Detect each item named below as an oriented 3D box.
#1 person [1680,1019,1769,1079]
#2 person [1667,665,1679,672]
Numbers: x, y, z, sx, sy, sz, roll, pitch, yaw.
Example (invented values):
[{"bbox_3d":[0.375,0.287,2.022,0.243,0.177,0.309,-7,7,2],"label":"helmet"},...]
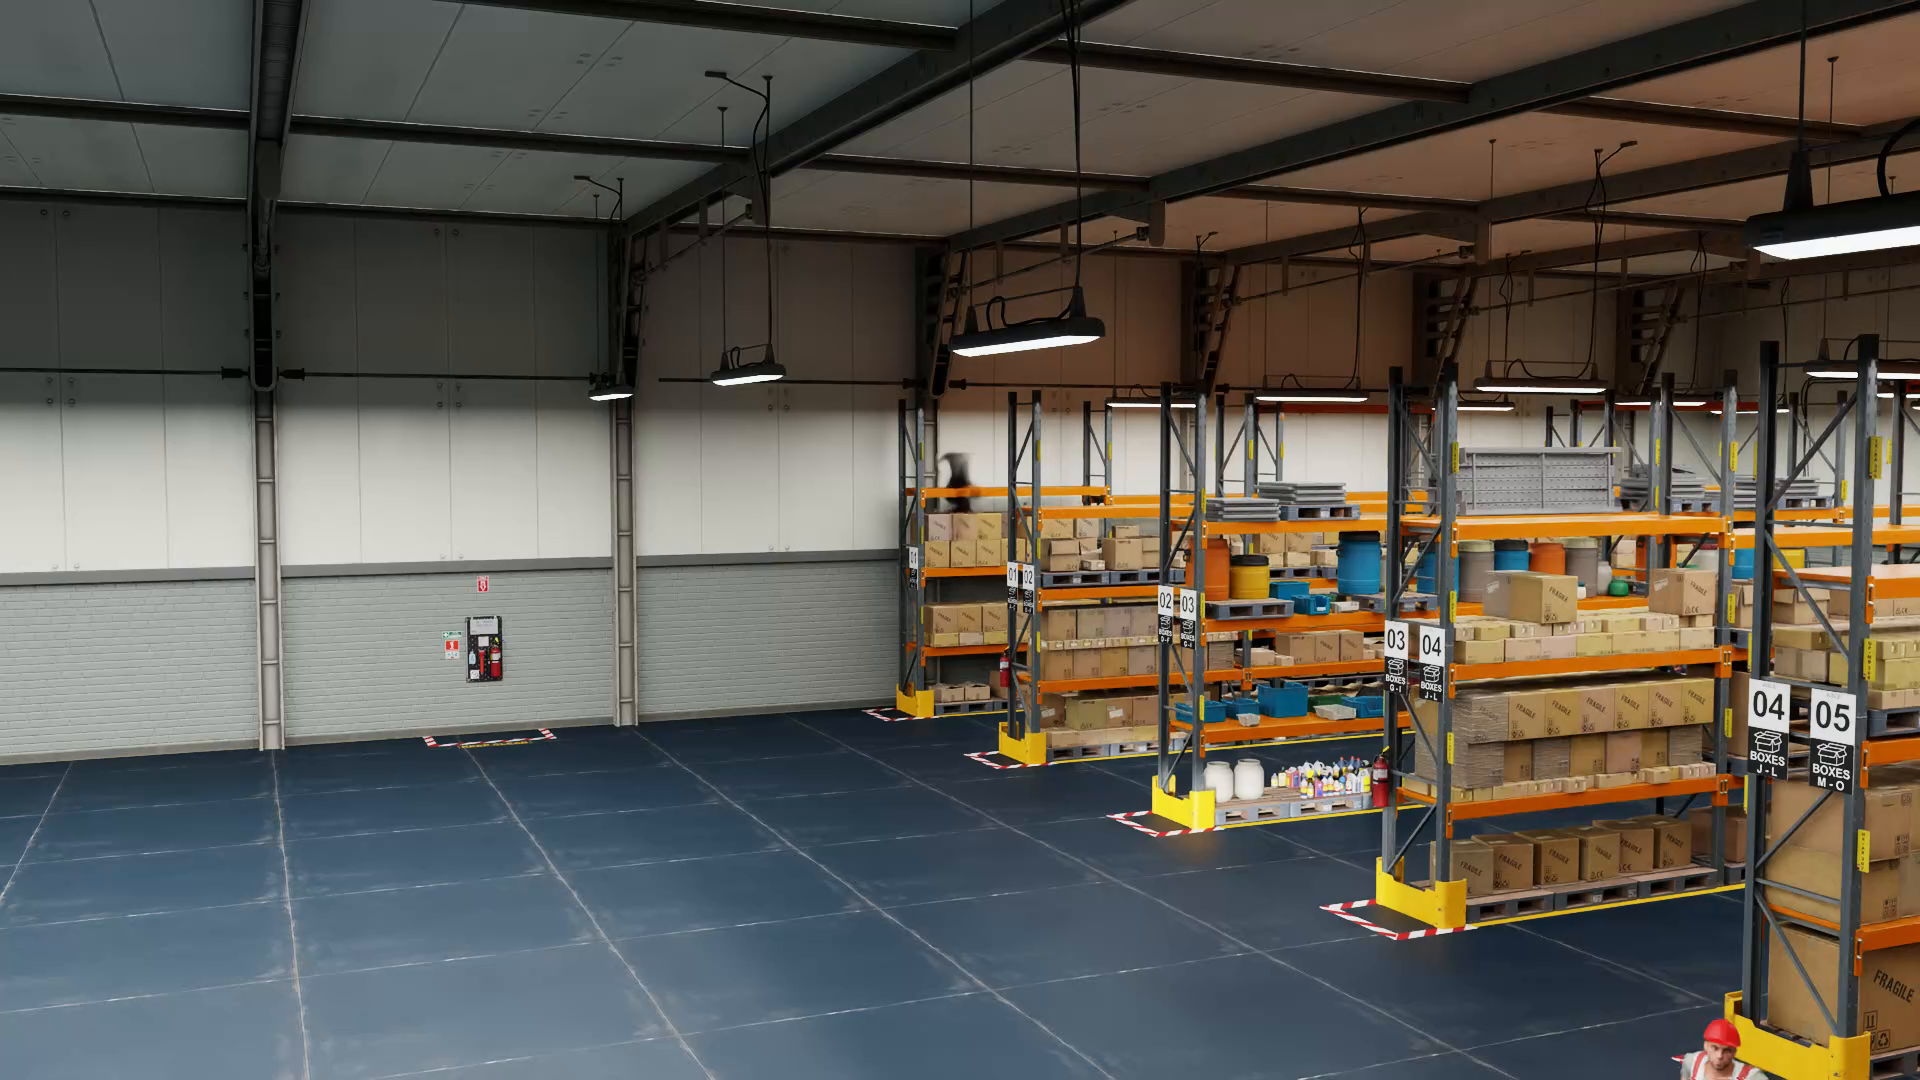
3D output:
[{"bbox_3d":[4.616,3.692,9.978,0.612,1.769,0.861,2,4,33],"label":"person"},{"bbox_3d":[12.264,2.733,28.410,0.773,1.528,0.444,-2,4,-26],"label":"person"}]
